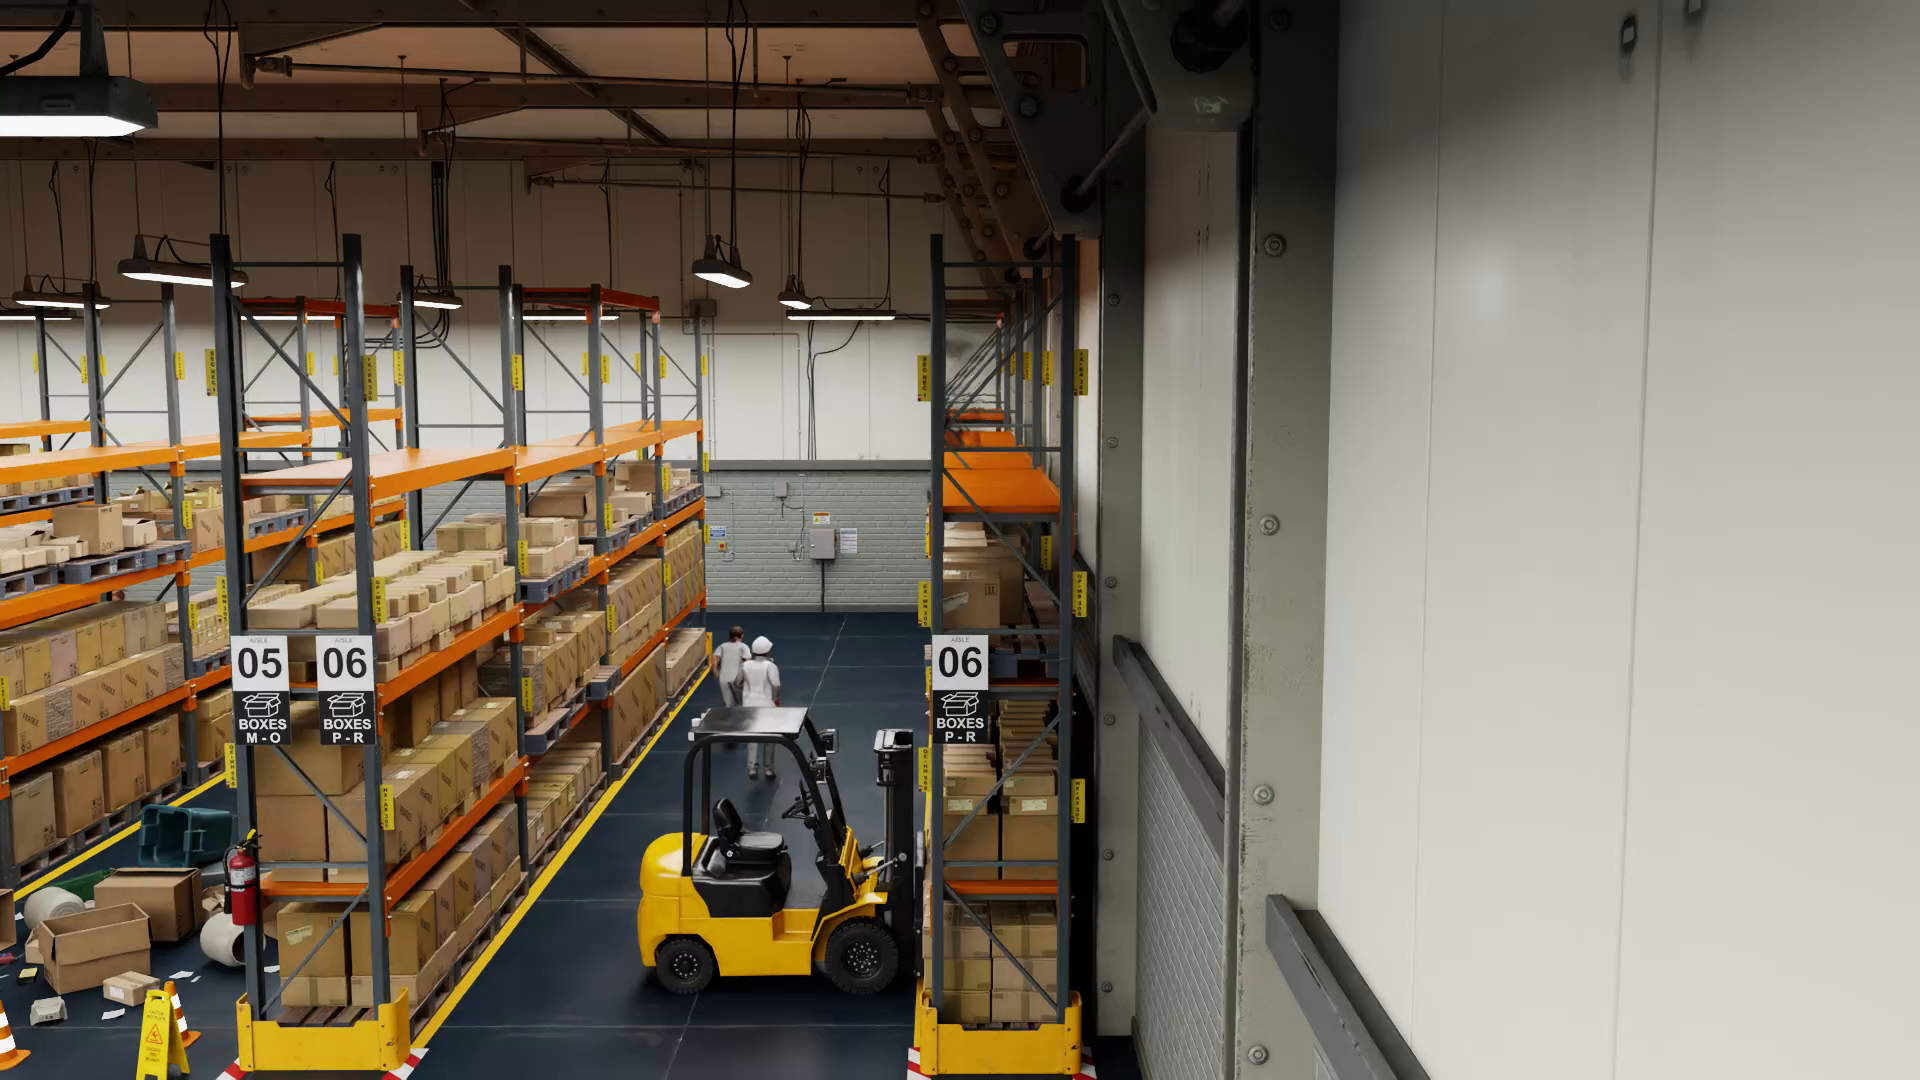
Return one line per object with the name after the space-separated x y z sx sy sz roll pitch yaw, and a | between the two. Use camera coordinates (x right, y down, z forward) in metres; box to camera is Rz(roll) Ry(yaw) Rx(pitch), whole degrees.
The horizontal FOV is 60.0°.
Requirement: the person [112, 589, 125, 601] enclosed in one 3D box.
-12.910 1.518 25.618 0.530 1.596 0.885 0 6 0 | person

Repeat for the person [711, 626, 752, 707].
-3.098 1.965 22.368 0.573 1.527 0.927 1 6 6 | person

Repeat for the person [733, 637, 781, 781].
-2.438 2.063 20.129 0.642 1.800 0.893 1 6 7 | person
